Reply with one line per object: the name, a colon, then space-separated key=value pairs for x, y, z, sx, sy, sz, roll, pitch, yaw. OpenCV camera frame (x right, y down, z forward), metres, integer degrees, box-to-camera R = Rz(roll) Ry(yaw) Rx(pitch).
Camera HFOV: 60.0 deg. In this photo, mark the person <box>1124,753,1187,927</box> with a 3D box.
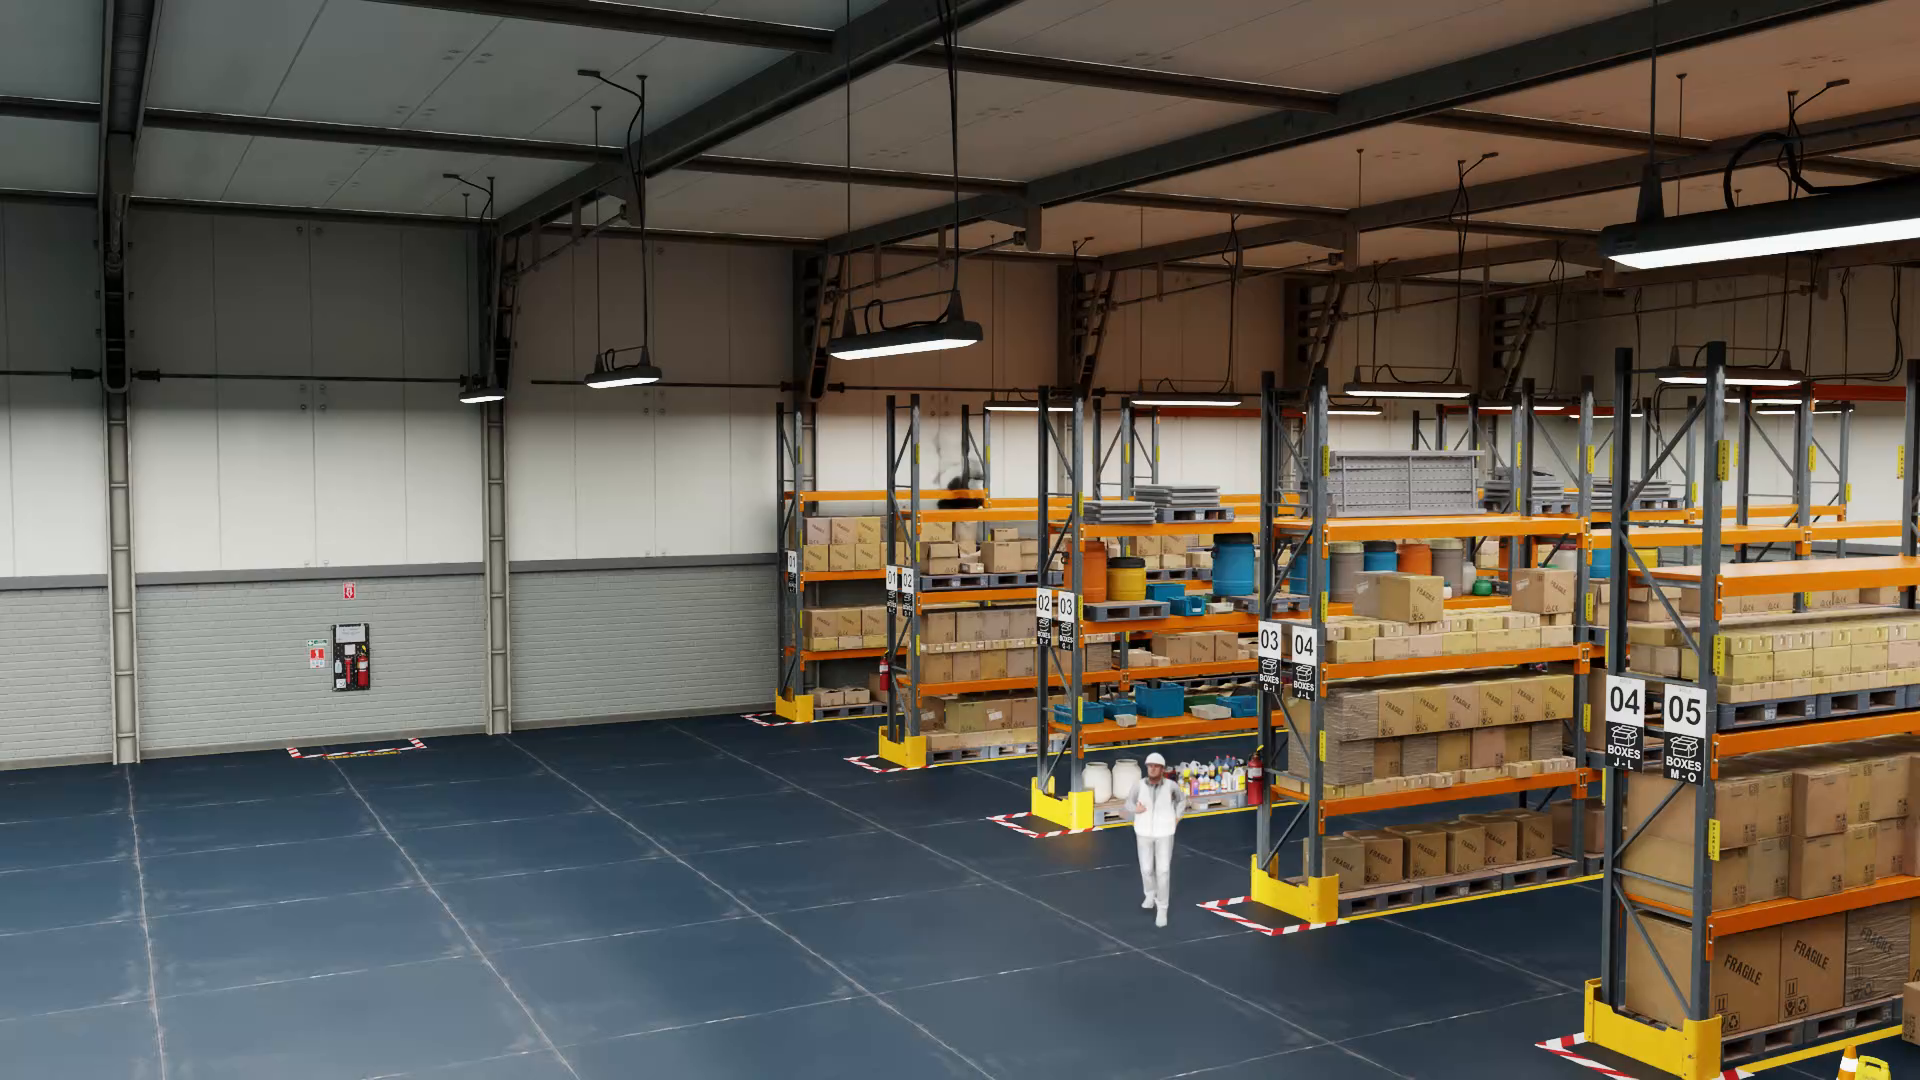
person: x=2.125 y=3.247 z=18.217 sx=0.656 sy=1.844 sz=0.729 roll=1 pitch=3 yaw=17
